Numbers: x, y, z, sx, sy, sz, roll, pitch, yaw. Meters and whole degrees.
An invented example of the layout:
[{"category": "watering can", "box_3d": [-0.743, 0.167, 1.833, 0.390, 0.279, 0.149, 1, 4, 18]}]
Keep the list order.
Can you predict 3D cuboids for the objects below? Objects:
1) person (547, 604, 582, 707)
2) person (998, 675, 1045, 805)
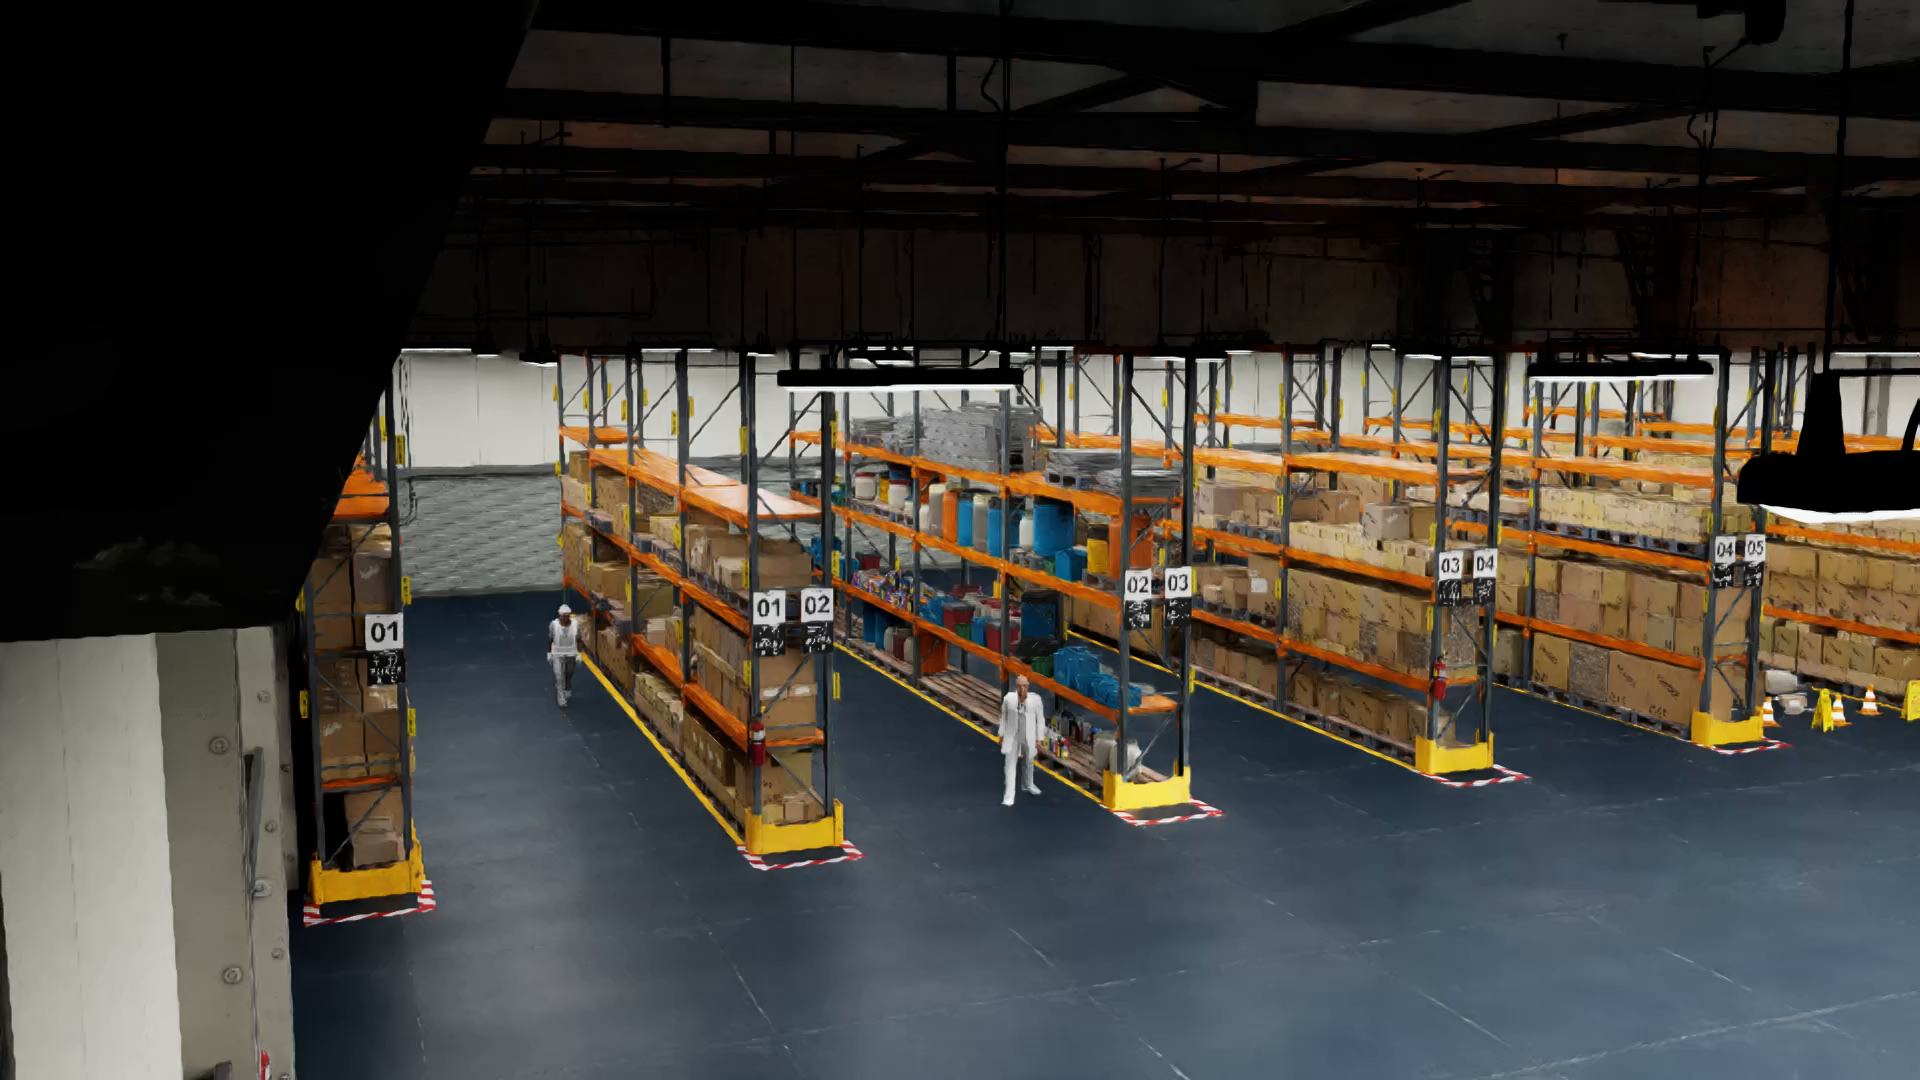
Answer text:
[{"category": "person", "box_3d": [-6.644, 1.915, 28.049, 0.563, 1.707, 1.127, -3, 8, -23]}, {"category": "person", "box_3d": [0.818, 2.652, 22.261, 0.630, 1.735, 1.021, 0, 7, 2]}]
